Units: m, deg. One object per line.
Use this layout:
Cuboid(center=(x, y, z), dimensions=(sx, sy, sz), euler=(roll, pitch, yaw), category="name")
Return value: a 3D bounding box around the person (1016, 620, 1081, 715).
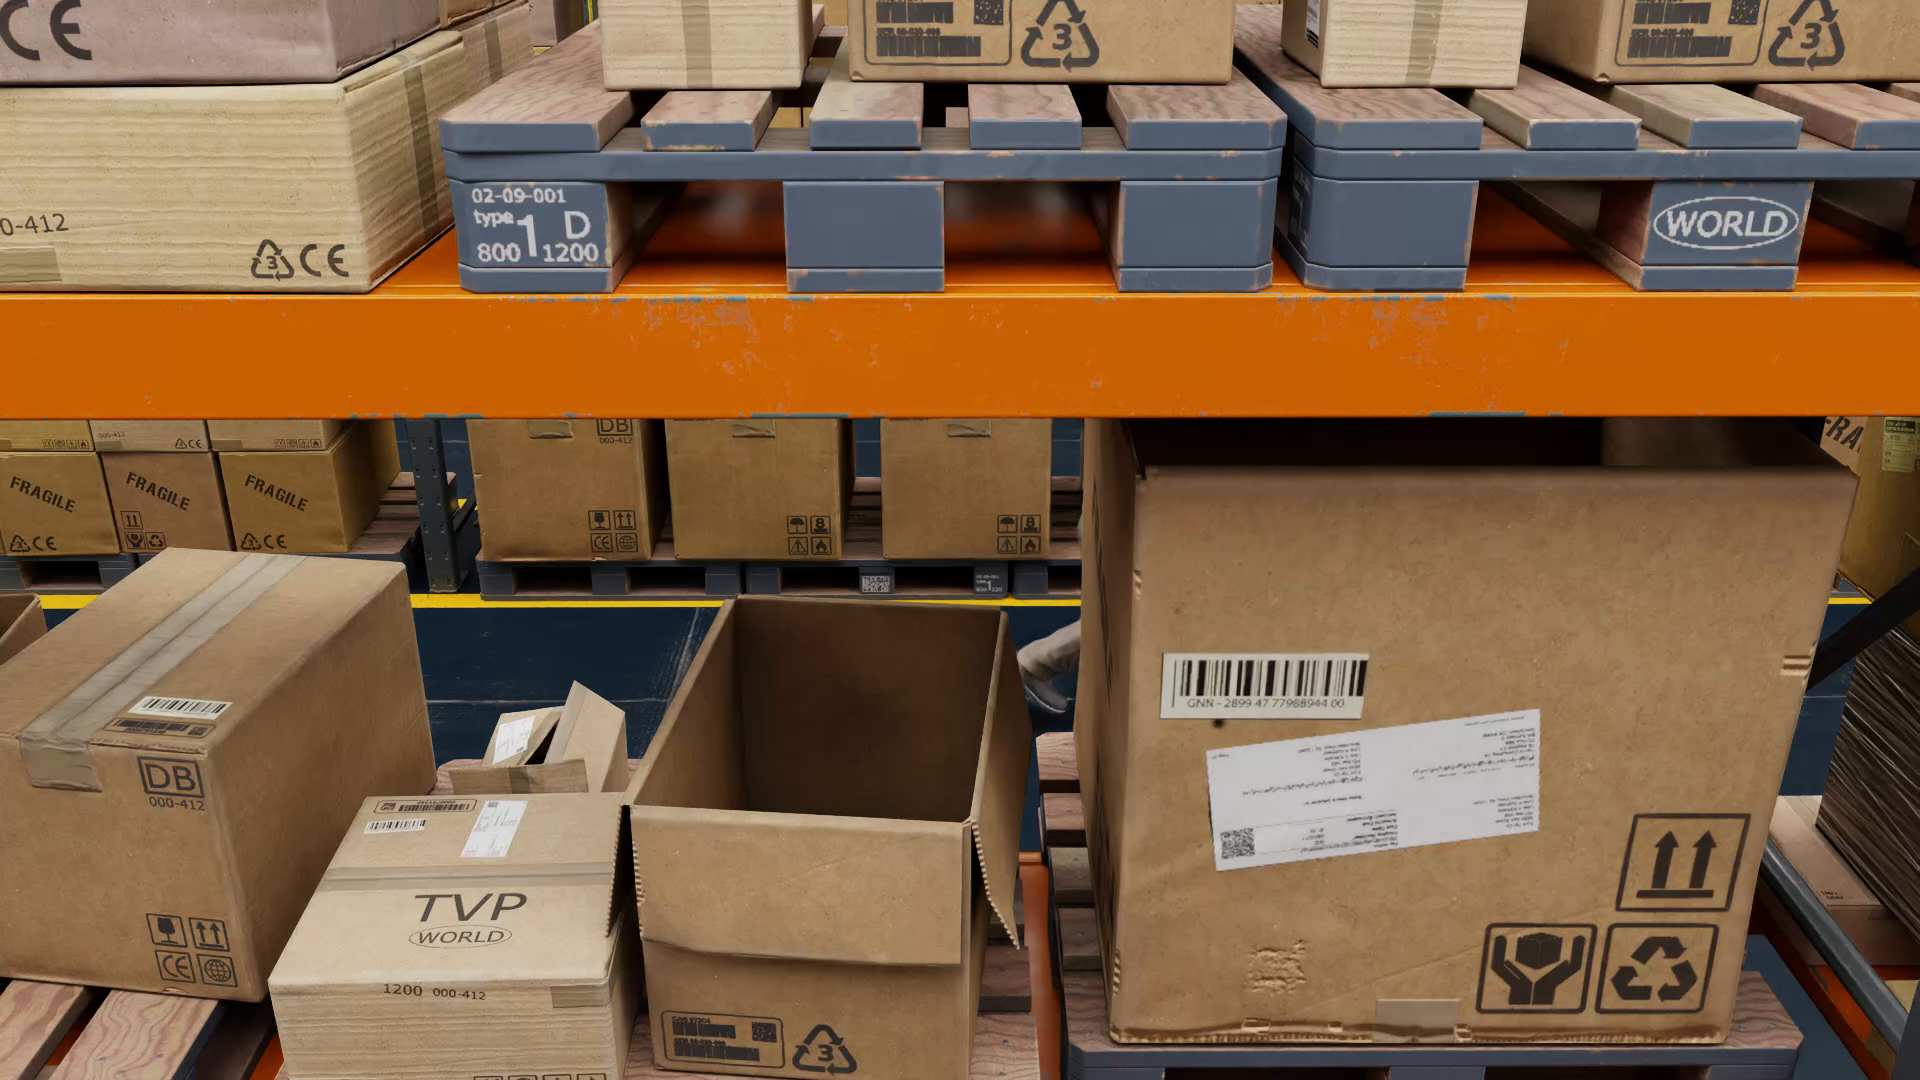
Cuboid(center=(0.575, -0.072, 6.295), dimensions=(0.788, 1.701, 0.584), euler=(3, 24, 7), category="person")
